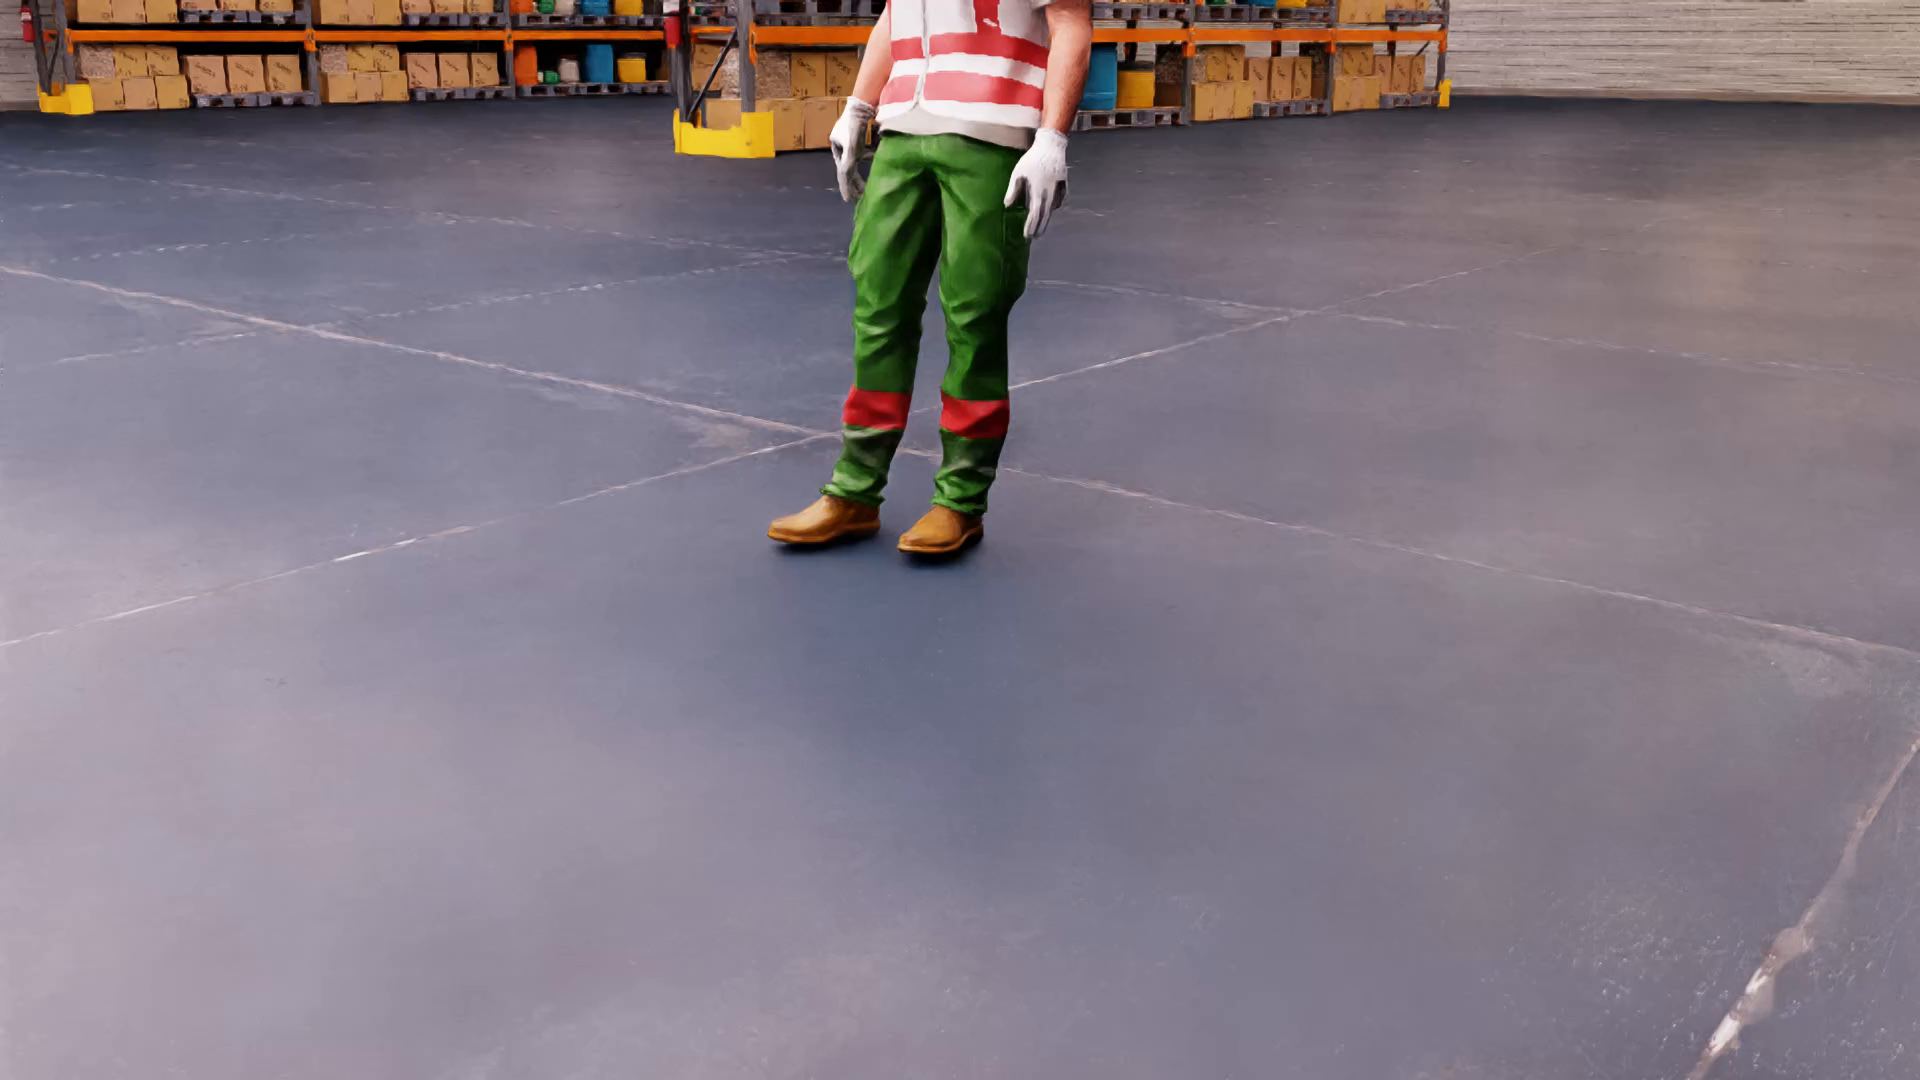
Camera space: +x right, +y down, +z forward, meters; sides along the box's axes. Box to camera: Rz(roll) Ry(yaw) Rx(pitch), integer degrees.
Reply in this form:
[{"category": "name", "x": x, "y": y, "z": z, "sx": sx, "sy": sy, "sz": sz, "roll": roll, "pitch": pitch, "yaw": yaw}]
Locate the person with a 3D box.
[{"category": "person", "x": -0.060, "y": -0.847, "z": 3.627, "sx": 0.637, "sy": 1.787, "sz": 0.563, "roll": 13, "pitch": 21, "yaw": 37}]
